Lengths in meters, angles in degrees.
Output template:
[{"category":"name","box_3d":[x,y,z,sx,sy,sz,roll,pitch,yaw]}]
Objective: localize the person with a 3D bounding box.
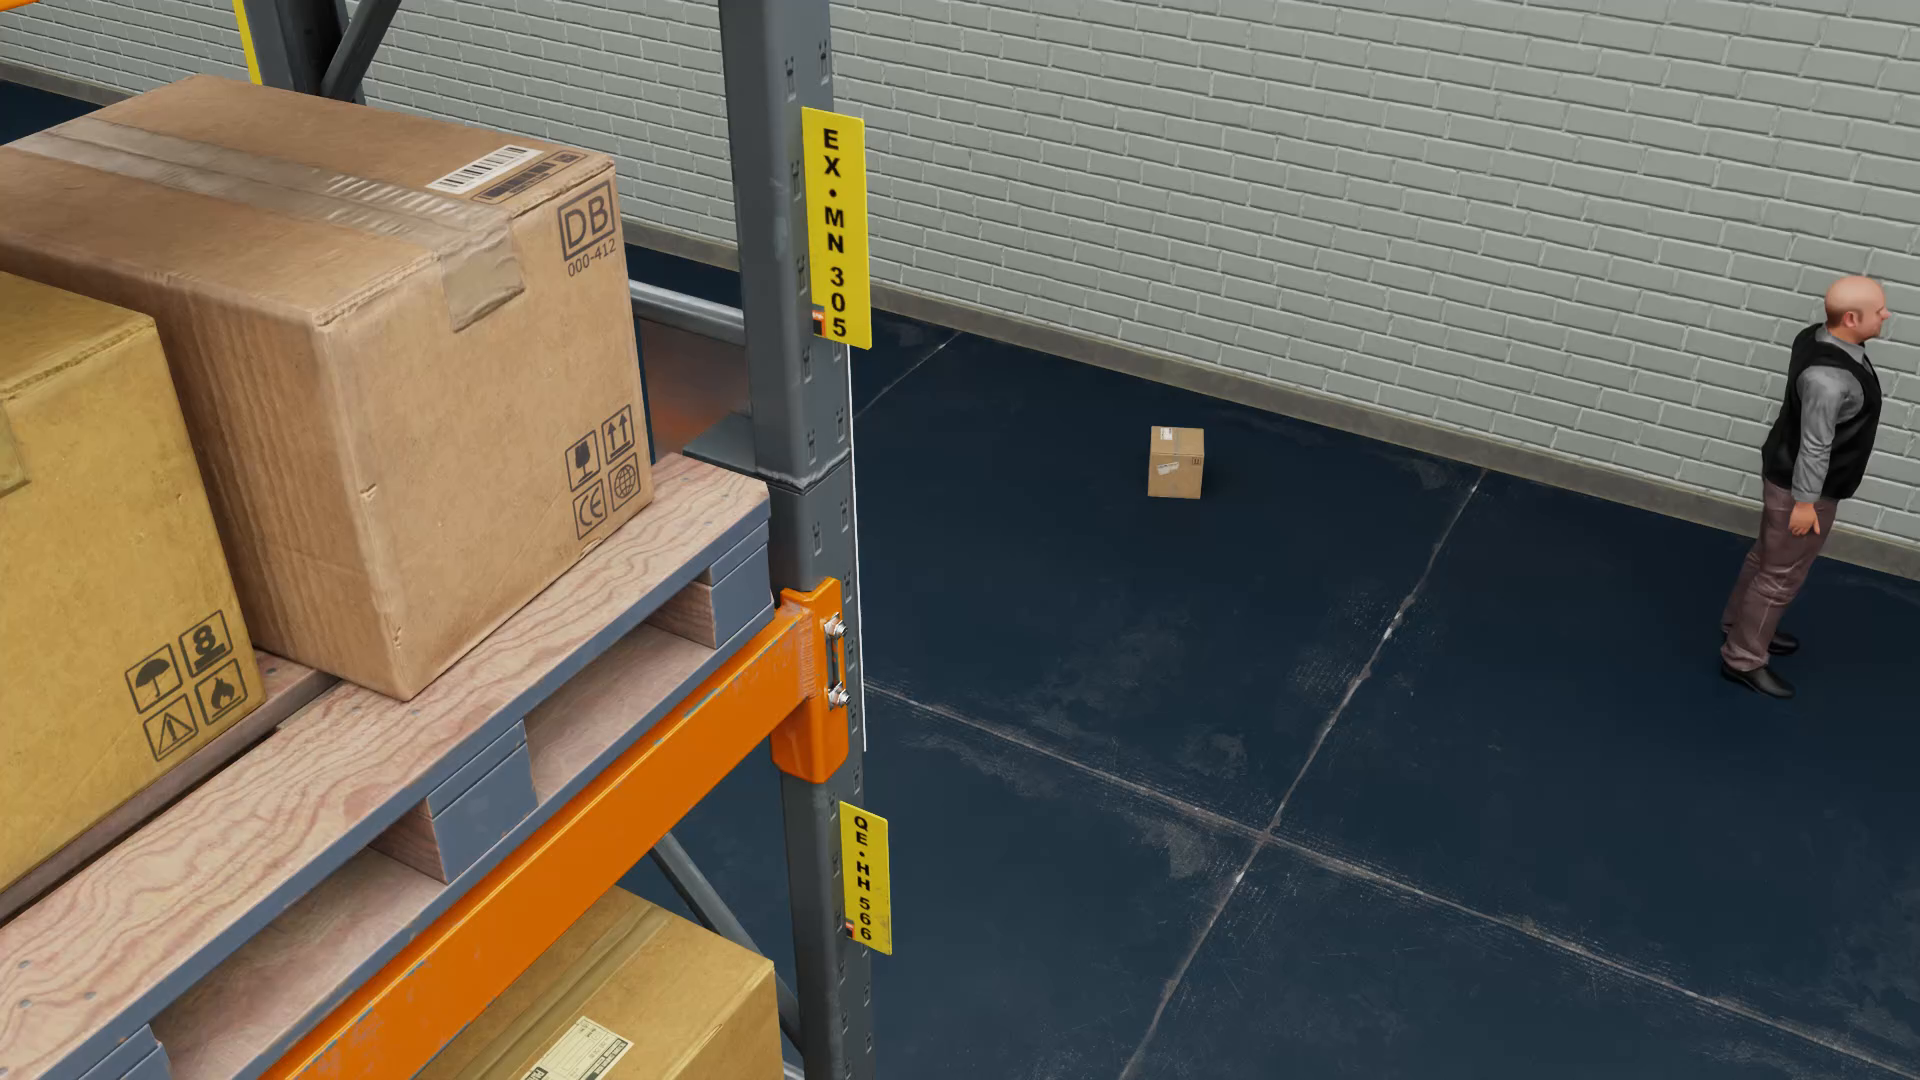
[{"category":"person","box_3d":[3.313,-0.217,6.494,0.378,1.745,0.538,12,36,17]}]
